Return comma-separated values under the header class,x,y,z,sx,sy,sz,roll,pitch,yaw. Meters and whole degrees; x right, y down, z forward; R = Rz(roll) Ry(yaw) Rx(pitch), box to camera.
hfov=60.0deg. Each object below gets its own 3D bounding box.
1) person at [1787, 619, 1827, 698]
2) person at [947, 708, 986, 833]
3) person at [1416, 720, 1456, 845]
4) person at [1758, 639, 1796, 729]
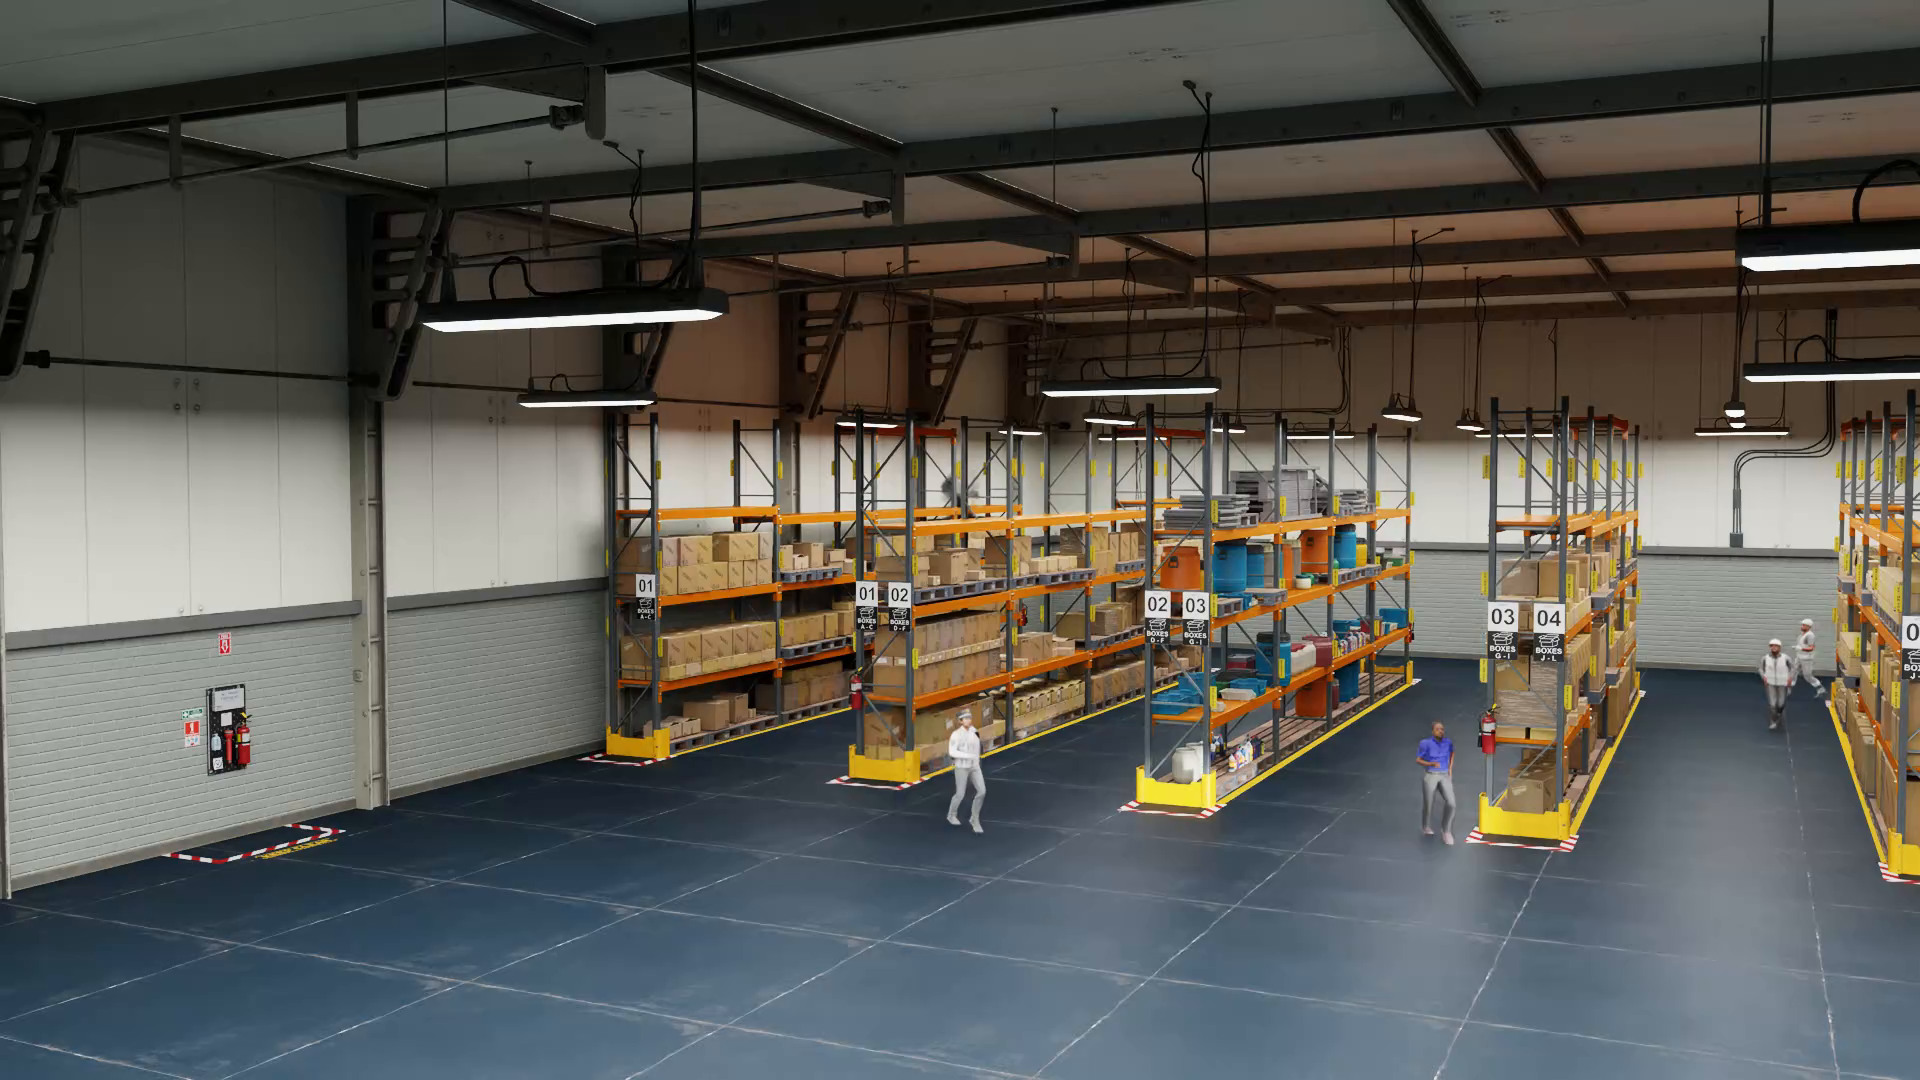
class,x,y,z,sx,sy,sz,roll,pitch,yaw
person,18.330,2.581,36.115,0.990,1.760,0.687,0,2,6
person,0.085,3.195,23.123,0.612,1.740,0.714,-2,3,-32
person,6.418,3.254,22.398,0.597,1.673,0.789,0,2,-1
person,15.806,2.788,32.196,0.666,1.737,0.528,1,3,30
